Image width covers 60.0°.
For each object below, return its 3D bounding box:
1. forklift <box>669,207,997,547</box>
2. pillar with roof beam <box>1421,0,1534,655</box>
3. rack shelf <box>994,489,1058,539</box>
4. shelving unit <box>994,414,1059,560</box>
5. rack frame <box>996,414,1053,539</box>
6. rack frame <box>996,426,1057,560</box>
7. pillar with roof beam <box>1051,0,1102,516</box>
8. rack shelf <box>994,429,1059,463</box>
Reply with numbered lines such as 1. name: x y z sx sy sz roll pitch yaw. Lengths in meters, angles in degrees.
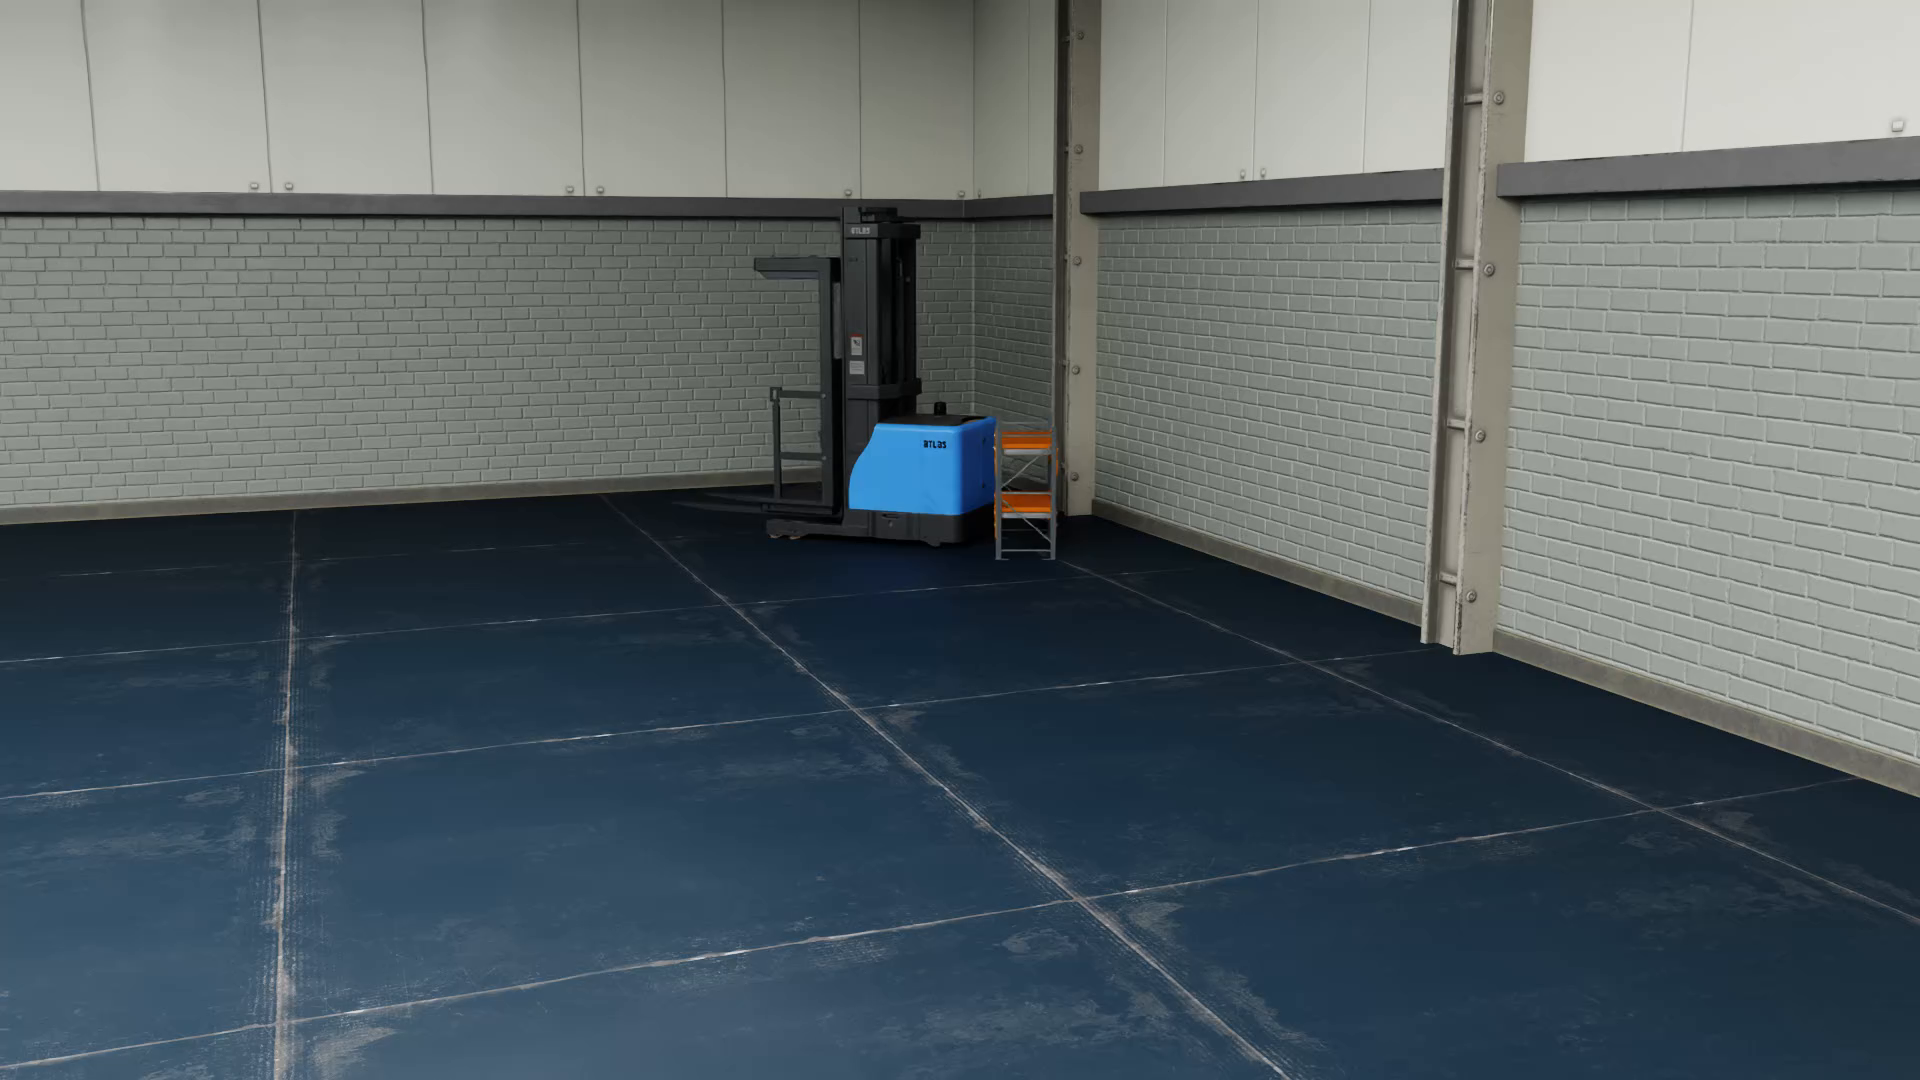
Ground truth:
1. forklift: -1.206 -1.527 15.137 3.031 2.935 1.130 4 11 22
2. pillar with roof beam: -0.726 -3.456 8.653 9.100 9.000 0.400 -4 11 -21
3. rack shelf: 0.565 -0.236 14.433 0.538 0.278 1.000 0 10 1
4. shelving unit: 0.565 -0.477 14.390 0.538 1.125 1.048 0 10 1
5. rack frame: 0.575 -0.566 14.890 0.500 1.125 0.032 0 10 1
6. rack frame: 0.554 -0.388 13.890 0.500 1.125 0.032 0 10 1
7. pillar with roof beam: -2.900 -4.435 14.159 9.100 9.000 0.400 -4 11 -21
8. rack shelf: 0.565 -0.765 14.339 0.538 0.278 1.000 0 10 1
